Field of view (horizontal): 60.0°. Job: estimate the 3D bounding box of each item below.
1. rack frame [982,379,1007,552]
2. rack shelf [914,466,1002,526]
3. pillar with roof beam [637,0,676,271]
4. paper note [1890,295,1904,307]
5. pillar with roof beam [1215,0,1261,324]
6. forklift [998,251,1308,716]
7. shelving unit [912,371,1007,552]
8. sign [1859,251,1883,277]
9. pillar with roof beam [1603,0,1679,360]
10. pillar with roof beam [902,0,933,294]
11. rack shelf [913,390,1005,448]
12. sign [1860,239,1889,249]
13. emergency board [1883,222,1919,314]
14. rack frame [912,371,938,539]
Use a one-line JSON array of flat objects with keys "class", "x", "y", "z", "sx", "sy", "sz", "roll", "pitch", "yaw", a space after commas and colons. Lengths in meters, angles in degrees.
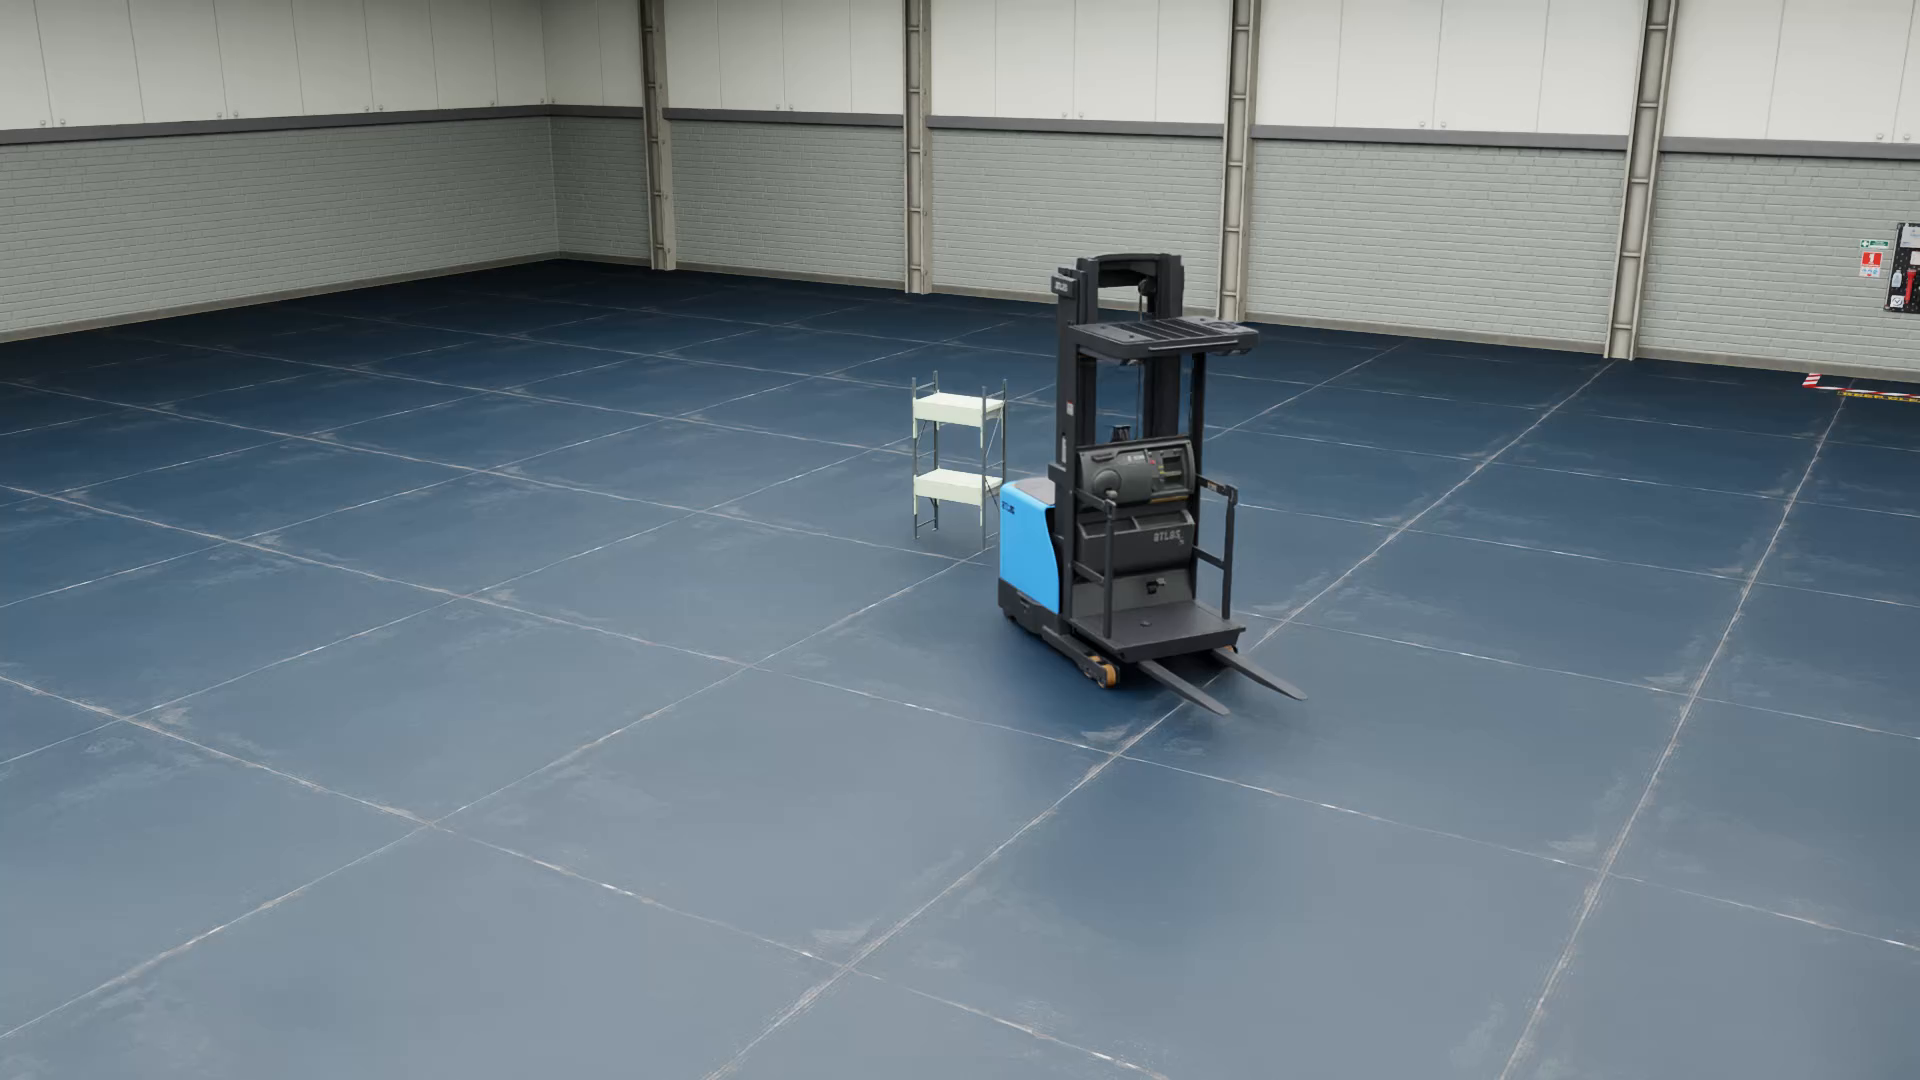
[{"class": "rack frame", "x": 0.306, "y": -0.663, "z": 14.852, "sx": 0.023, "sy": 1.500, "sz": 0.400, "roll": 10, "pitch": 20, "yaw": 30}, {"class": "rack shelf", "x": -0.006, "y": -0.407, "z": 15.130, "sx": 0.720, "sy": 0.370, "sz": 0.431, "roll": 10, "pitch": 20, "yaw": 30}, {"class": "pillar with roof beam", "x": -8.106, "y": -8.603, "z": 28.089, "sx": 0.400, "sy": 9.000, "sz": 9.100, "roll": 10, "pitch": 20, "yaw": 30}, {"class": "paper note", "x": 12.398, "y": -3.156, "z": 21.995, "sx": 0.142, "sy": 0.148, "sz": 0.016, "roll": 10, "pitch": 20, "yaw": 30}, {"class": "pillar with roof beam", "x": 2.120, "y": -6.778, "z": 22.080, "sx": 0.400, "sy": 9.000, "sz": 9.100, "roll": 10, "pitch": 20, "yaw": 30}, {"class": "forklift", "x": 1.376, "y": -0.497, "z": 11.843, "sx": 1.130, "sy": 2.935, "sz": 3.031, "roll": -8, "pitch": 18, "yaw": -24}, {"class": "shelving unit", "x": -0.006, "y": -0.719, "z": 15.035, "sx": 0.755, "sy": 1.500, "sz": 0.431, "roll": 10, "pitch": 20, "yaw": 30}, {"class": "sign", "x": 12.095, "y": -3.660, "z": 22.078, "sx": 0.234, "sy": 0.329, "sz": 0.001, "roll": 10, "pitch": 20, "yaw": 30}, {"class": "pillar with roof beam", "x": 7.233, "y": -5.865, "z": 19.076, "sx": 0.400, "sy": 9.000, "sz": 9.100, "roll": 10, "pitch": 20, "yaw": 30}, {"class": "pillar with roof beam", "x": -2.993, "y": -7.690, "z": 25.085, "sx": 0.400, "sy": 9.000, "sz": 9.100, "roll": 10, "pitch": 20, "yaw": 30}, {"class": "rack shelf", "x": -0.006, "y": -1.092, "z": 14.922, "sx": 0.720, "sy": 0.370, "sz": 0.431, "roll": 10, "pitch": 20, "yaw": 30}, {"class": "sign", "x": 12.095, "y": -3.911, "z": 21.991, "sx": 0.331, "sy": 0.109, "sz": 0.001, "roll": 10, "pitch": 20, "yaw": 30}, {"class": "emergency board", "x": 12.513, "y": -3.534, "z": 21.722, "sx": 0.643, "sy": 1.169, "sz": 0.194, "roll": 10, "pitch": 20, "yaw": 30}, {"class": "rack frame", "x": -0.318, "y": -0.774, "z": 15.219, "sx": 0.023, "sy": 1.500, "sz": 0.400, "roll": 10, "pitch": 20, "yaw": 30}]
